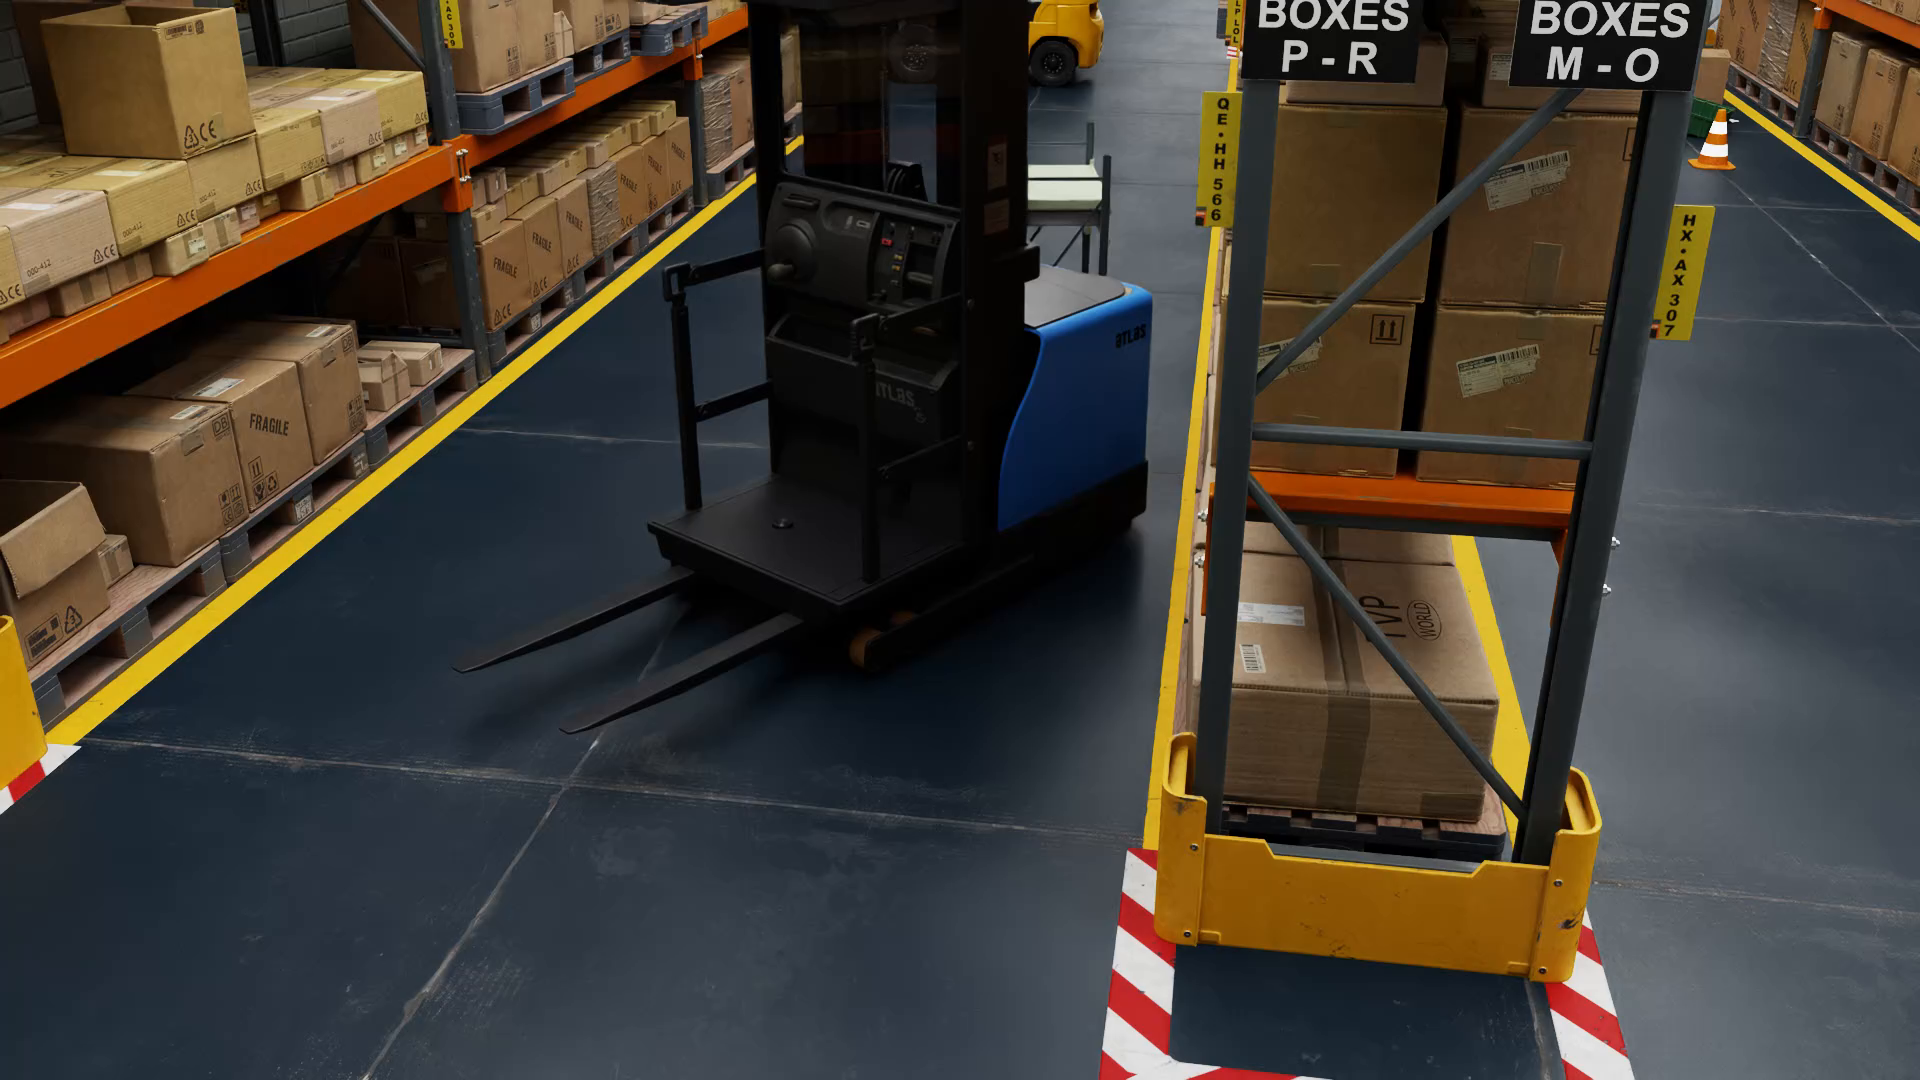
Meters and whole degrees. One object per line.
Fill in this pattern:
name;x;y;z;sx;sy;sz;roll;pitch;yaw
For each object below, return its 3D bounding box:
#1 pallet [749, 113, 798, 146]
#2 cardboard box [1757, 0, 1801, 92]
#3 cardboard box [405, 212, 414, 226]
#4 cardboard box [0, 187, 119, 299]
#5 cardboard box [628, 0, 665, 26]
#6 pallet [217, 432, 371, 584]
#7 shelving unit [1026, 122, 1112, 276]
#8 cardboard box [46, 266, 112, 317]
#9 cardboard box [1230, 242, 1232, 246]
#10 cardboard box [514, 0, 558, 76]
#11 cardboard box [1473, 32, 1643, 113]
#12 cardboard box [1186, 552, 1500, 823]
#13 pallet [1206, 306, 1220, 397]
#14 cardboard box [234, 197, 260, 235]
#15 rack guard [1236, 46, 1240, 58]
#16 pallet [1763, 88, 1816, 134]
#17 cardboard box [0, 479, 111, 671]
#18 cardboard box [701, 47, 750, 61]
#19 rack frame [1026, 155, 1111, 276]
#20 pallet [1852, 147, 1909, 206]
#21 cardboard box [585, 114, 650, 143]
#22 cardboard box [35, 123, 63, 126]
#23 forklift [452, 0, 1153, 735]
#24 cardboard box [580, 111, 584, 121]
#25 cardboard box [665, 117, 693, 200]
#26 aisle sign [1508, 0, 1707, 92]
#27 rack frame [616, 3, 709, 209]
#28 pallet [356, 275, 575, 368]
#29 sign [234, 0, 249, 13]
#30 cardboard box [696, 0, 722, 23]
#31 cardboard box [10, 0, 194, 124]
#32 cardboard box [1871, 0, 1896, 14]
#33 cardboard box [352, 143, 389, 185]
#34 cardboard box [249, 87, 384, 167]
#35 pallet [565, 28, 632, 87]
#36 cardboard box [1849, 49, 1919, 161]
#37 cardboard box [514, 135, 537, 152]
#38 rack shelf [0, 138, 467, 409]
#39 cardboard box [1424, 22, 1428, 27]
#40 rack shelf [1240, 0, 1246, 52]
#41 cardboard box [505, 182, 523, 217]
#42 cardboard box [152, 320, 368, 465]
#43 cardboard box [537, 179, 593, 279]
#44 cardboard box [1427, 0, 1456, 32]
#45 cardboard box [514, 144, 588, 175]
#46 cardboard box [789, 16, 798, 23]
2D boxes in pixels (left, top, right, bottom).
pallet;-2.052;-3.521;14.523;1.003;0.211;1.213;4;25;9
cardboard box;8.340;-4.827;16.034;0.875;0.875;0.875;4;25;9
cardboard box;-3.267;-1.897;9.452;0.380;0.149;0.250;4;25;9
cardboard box;-3.312;-1.036;5.751;0.500;0.250;0.500;4;25;9
cardboard box;-2.280;-3.592;11.067;0.500;0.250;0.500;3;25;6
pallet;-3.391;-0.198;7.425;1.003;0.211;1.213;4;25;9
shelving unit;0.454;-1.174;7.984;0.431;1.500;0.755;-1;25;-2
cardboard box;-3.304;-0.916;5.964;0.380;0.149;0.250;5;26;10
cardboard box;1.078;-0.719;5.131;0.500;0.500;0.500;3;25;7
cardboard box;-2.696;-2.899;9.292;0.700;0.500;0.500;4;25;9
cardboard box;1.494;-1.166;4.141;0.380;0.149;0.250;5;25;10
cardboard box;1.172;0.442;5.294;0.875;0.438;0.875;3;25;7
pallet;1.869;-0.983;9.101;1.003;0.211;1.213;4;25;9
cardboard box;-3.153;-1.352;6.896;0.380;0.149;0.250;4;25;8
rack guard;3.766;-5.773;18.994;1.175;0.500;0.348;4;25;9
pallet;8.226;-4.013;15.574;1.003;0.211;1.213;4;25;9
cardboard box;-3.541;0.104;5.939;0.797;0.503;0.637;3;25;6
cardboard box;-2.103;-3.863;14.271;0.875;0.625;0.625;3;25;6
rack frame;0.465;-1.017;7.653;0.400;1.500;0.023;-1;25;-2
pallet;7.776;-2.861;13.112;1.003;0.211;1.213;4;25;9
cardboard box;-2.358;-2.838;11.462;0.380;0.149;0.250;3;25;7
cardboard box;-3.589;-1.713;7.197;0.500;0.250;0.500;5;25;10
forklift;-0.522;-1.075;6.089;1.130;2.935;3.031;20;32;37
cardboard box;-2.889;-2.979;11.765;0.380;0.149;0.250;5;26;10
cardboard box;-2.284;-2.800;12.146;0.500;0.500;0.500;5;26;10
aisle sign;1.438;-1.372;3.577;0.394;0.787;0.004;4;25;9
rack frame;-2.427;-3.933;12.115;1.000;3.000;0.127;4;25;9
pallet;-2.985;-1.340;9.864;1.003;0.211;1.213;4;25;9
sign;-3.629;-2.822;8.374;0.100;0.325;0.005;4;25;9
cardboard box;-2.113;-4.034;12.507;0.500;0.250;0.500;4;25;9
cardboard box;-3.586;-2.062;7.059;0.500;0.500;0.500;3;25;7
cardboard box;7.507;-4.387;12.966;0.500;0.500;0.500;4;25;8
cardboard box;-2.923;-1.775;7.800;0.380;0.149;0.250;5;25;10
cardboard box;-2.990;-1.887;7.569;0.500;0.250;0.500;4;25;9
pallet;-2.740;-3.033;10.417;1.003;0.211;1.213;4;25;9
cardboard box;7.850;-3.465;13.274;1.050;0.750;0.750;4;25;9
cardboard box;-2.978;-2.544;10.835;0.380;0.149;0.250;4;25;9
rack shelf;-3.407;-1.098;6.906;1.077;0.370;4.000;4;25;9
cardboard box;1.677;-1.357;5.313;0.500;0.500;0.500;4;25;8
rack shelf;1.490;-2.114;5.539;1.077;0.370;4.000;4;25;9
cardboard box;-2.760;-1.973;9.615;0.380;0.149;0.250;3;25;6
cardboard box;-3.193;-0.684;7.626;0.700;0.500;0.500;3;25;7
cardboard box;-2.616;-1.937;10.303;0.500;0.500;0.500;3;25;7
cardboard box;1.639;-1.606;5.081;0.380;0.149;0.250;4;25;9
cardboard box;-2.593;-2.409;10.547;0.380;0.149;0.250;4;25;9
cardboard box;-1.385;-5.185;16.357;0.500;0.250;0.500;4;25;8
